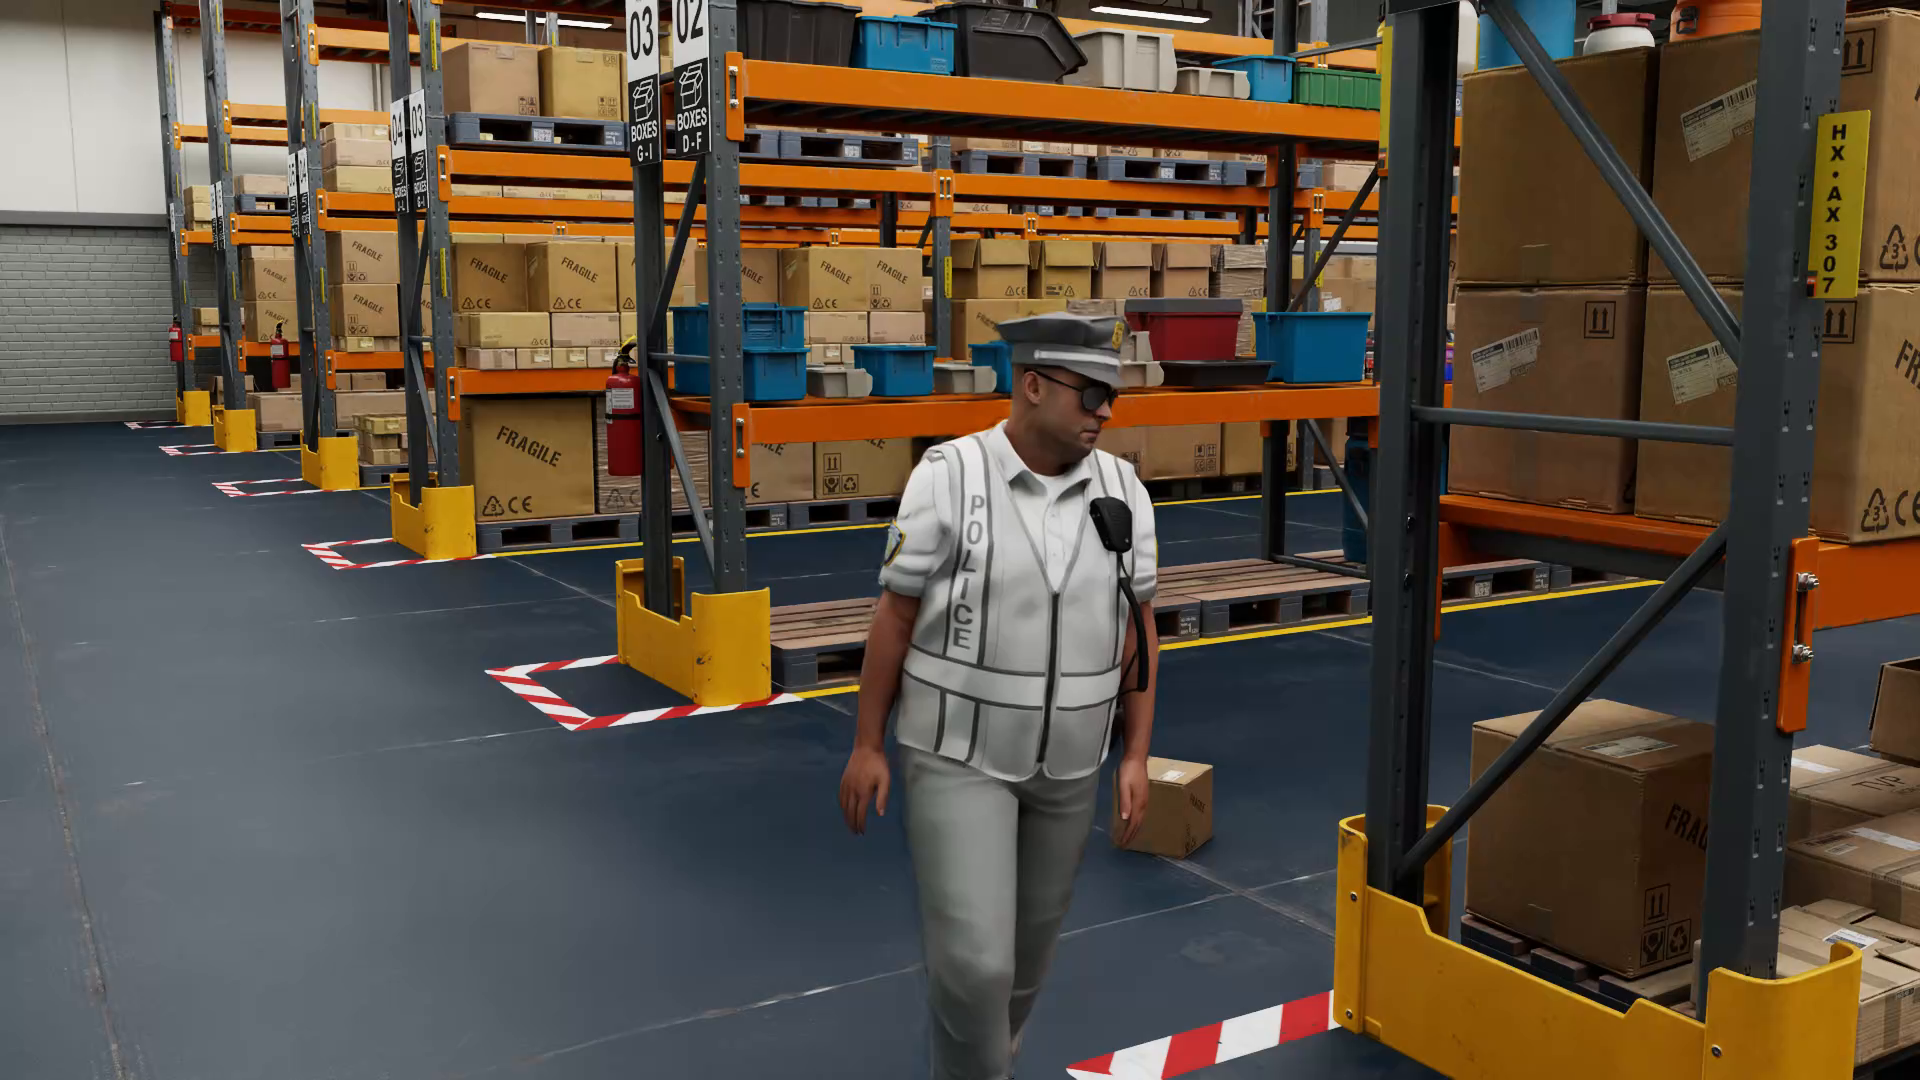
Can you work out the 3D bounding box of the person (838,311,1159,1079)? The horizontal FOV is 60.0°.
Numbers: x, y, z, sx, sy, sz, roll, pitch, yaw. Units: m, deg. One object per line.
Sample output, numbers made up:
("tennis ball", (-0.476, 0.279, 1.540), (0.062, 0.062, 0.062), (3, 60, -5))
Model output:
("person", (0.094, 0.453, 3.261), (0.627, 1.786, 0.615), (-3, 9, -22))
